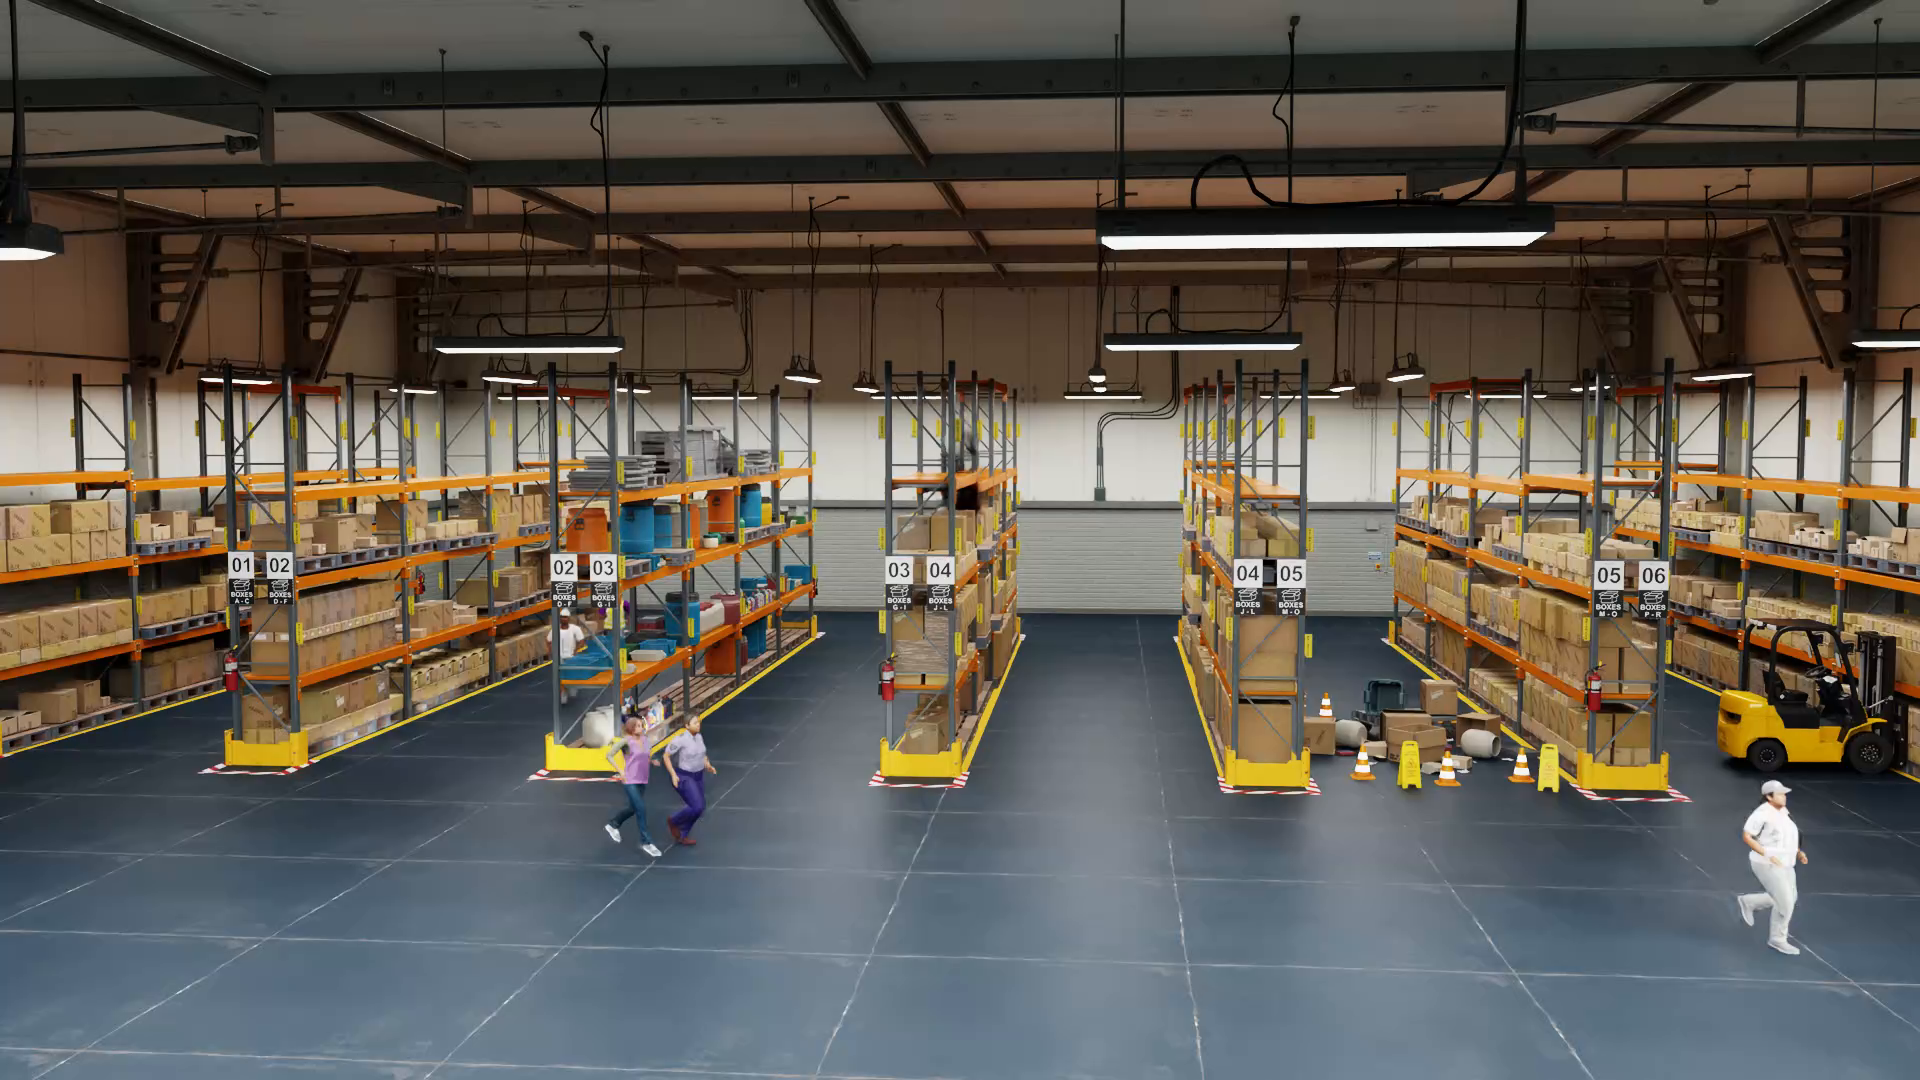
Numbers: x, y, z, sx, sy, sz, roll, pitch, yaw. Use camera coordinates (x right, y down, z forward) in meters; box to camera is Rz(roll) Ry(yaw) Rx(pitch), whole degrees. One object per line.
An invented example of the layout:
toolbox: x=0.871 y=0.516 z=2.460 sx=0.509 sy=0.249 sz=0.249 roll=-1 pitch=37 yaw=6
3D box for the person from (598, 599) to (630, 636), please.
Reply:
person: x=-7.117 y=1.869 z=34.289 sx=0.673 sy=1.824 sz=0.713 roll=0 pitch=4 yaw=-5

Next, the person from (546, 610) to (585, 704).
person: x=-7.249 y=2.137 z=30.506 sx=0.697 sy=1.717 sz=0.609 roll=0 pitch=4 yaw=-3

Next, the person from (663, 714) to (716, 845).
person: x=-3.220 y=2.887 z=20.024 sx=0.580 sy=1.598 sz=0.592 roll=2 pitch=4 yaw=29

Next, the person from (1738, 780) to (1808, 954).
person: x=7.848 y=3.142 z=16.133 sx=0.608 sy=1.641 sz=0.648 roll=-3 pitch=5 yaw=-37

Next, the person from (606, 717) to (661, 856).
person: x=-3.879 y=2.942 z=19.733 sx=0.875 sy=1.514 sz=0.539 roll=2 pitch=4 yaw=28
